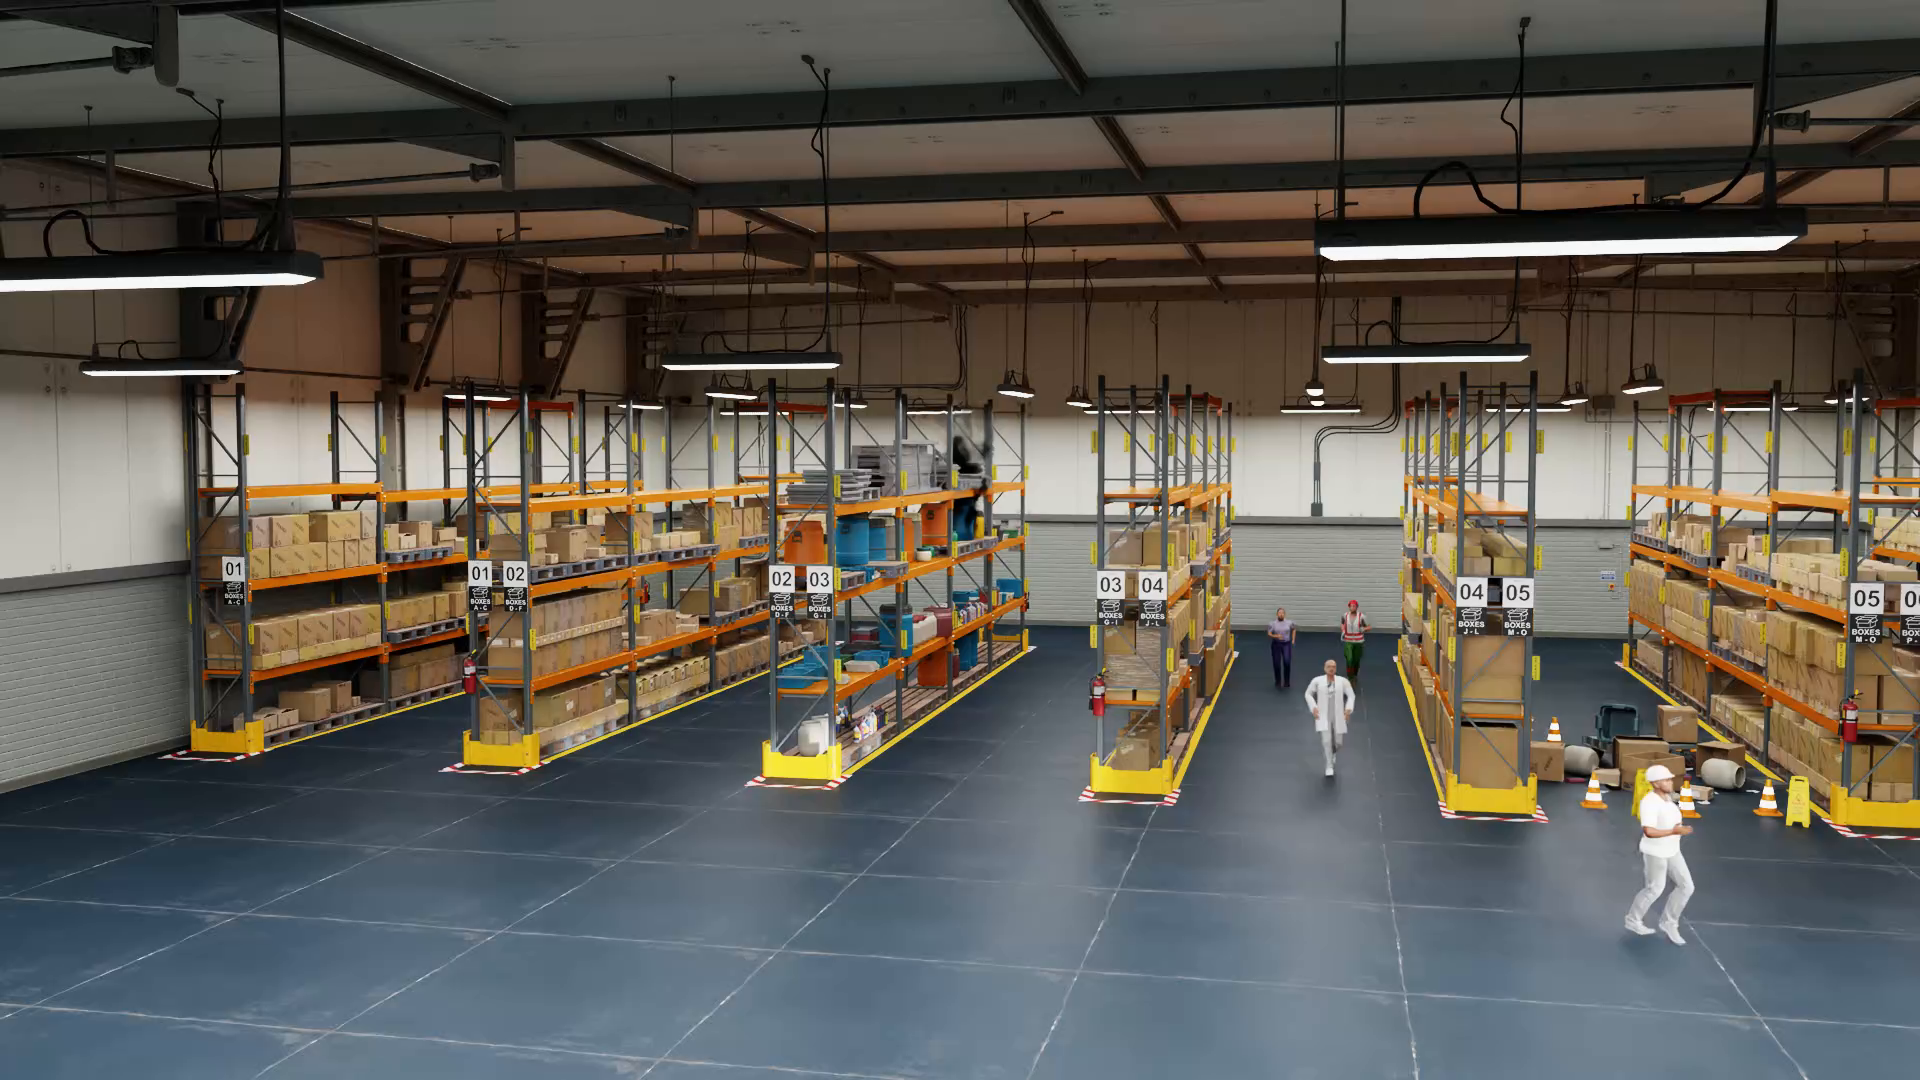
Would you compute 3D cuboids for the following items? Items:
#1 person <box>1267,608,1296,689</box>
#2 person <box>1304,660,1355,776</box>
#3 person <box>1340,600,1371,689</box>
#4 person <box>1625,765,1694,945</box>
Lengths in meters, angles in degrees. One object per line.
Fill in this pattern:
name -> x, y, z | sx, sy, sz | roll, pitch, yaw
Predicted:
person -> 6.620, 2.236, 34.221 | 0.589, 1.672, 0.687 | 1, 3, 11
person -> 5.625, 2.682, 25.311 | 0.752, 1.732, 0.774 | 0, 3, 5
person -> 8.169, 2.136, 34.373 | 0.629, 1.815, 0.916 | 1, 3, 16
person -> 7.056, 3.168, 16.698 | 0.673, 1.812, 0.706 | -3, 4, -41
